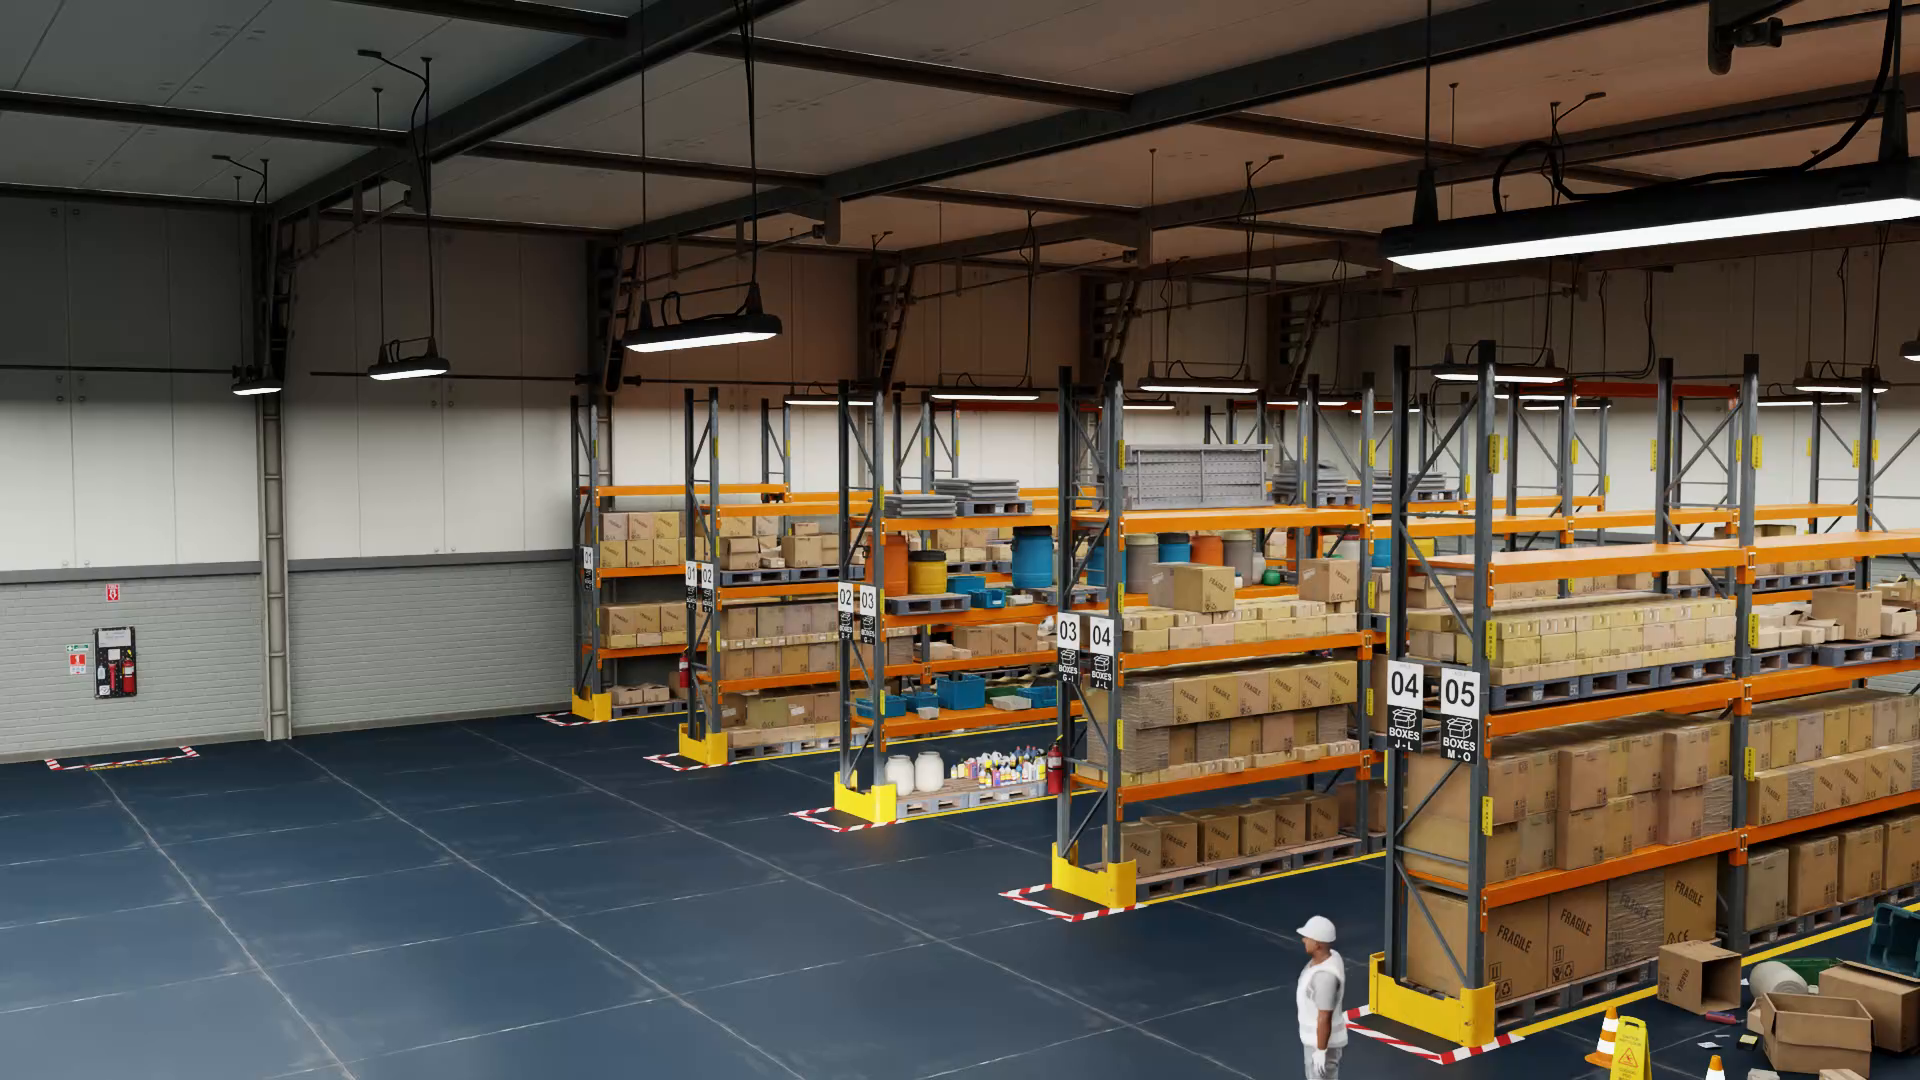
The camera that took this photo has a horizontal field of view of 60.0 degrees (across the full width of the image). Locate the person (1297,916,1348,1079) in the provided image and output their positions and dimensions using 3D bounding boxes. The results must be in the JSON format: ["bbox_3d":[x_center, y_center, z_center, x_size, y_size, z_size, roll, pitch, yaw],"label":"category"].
[{"bbox_3d":[2.535,3.547,11.779,0.415,1.792,0.568,1,4,11],"label":"person"}]

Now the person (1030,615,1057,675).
[{"bbox_3d":[1.779,2.125,34.181,0.951,1.639,0.448,-3,5,-40],"label":"person"}]
